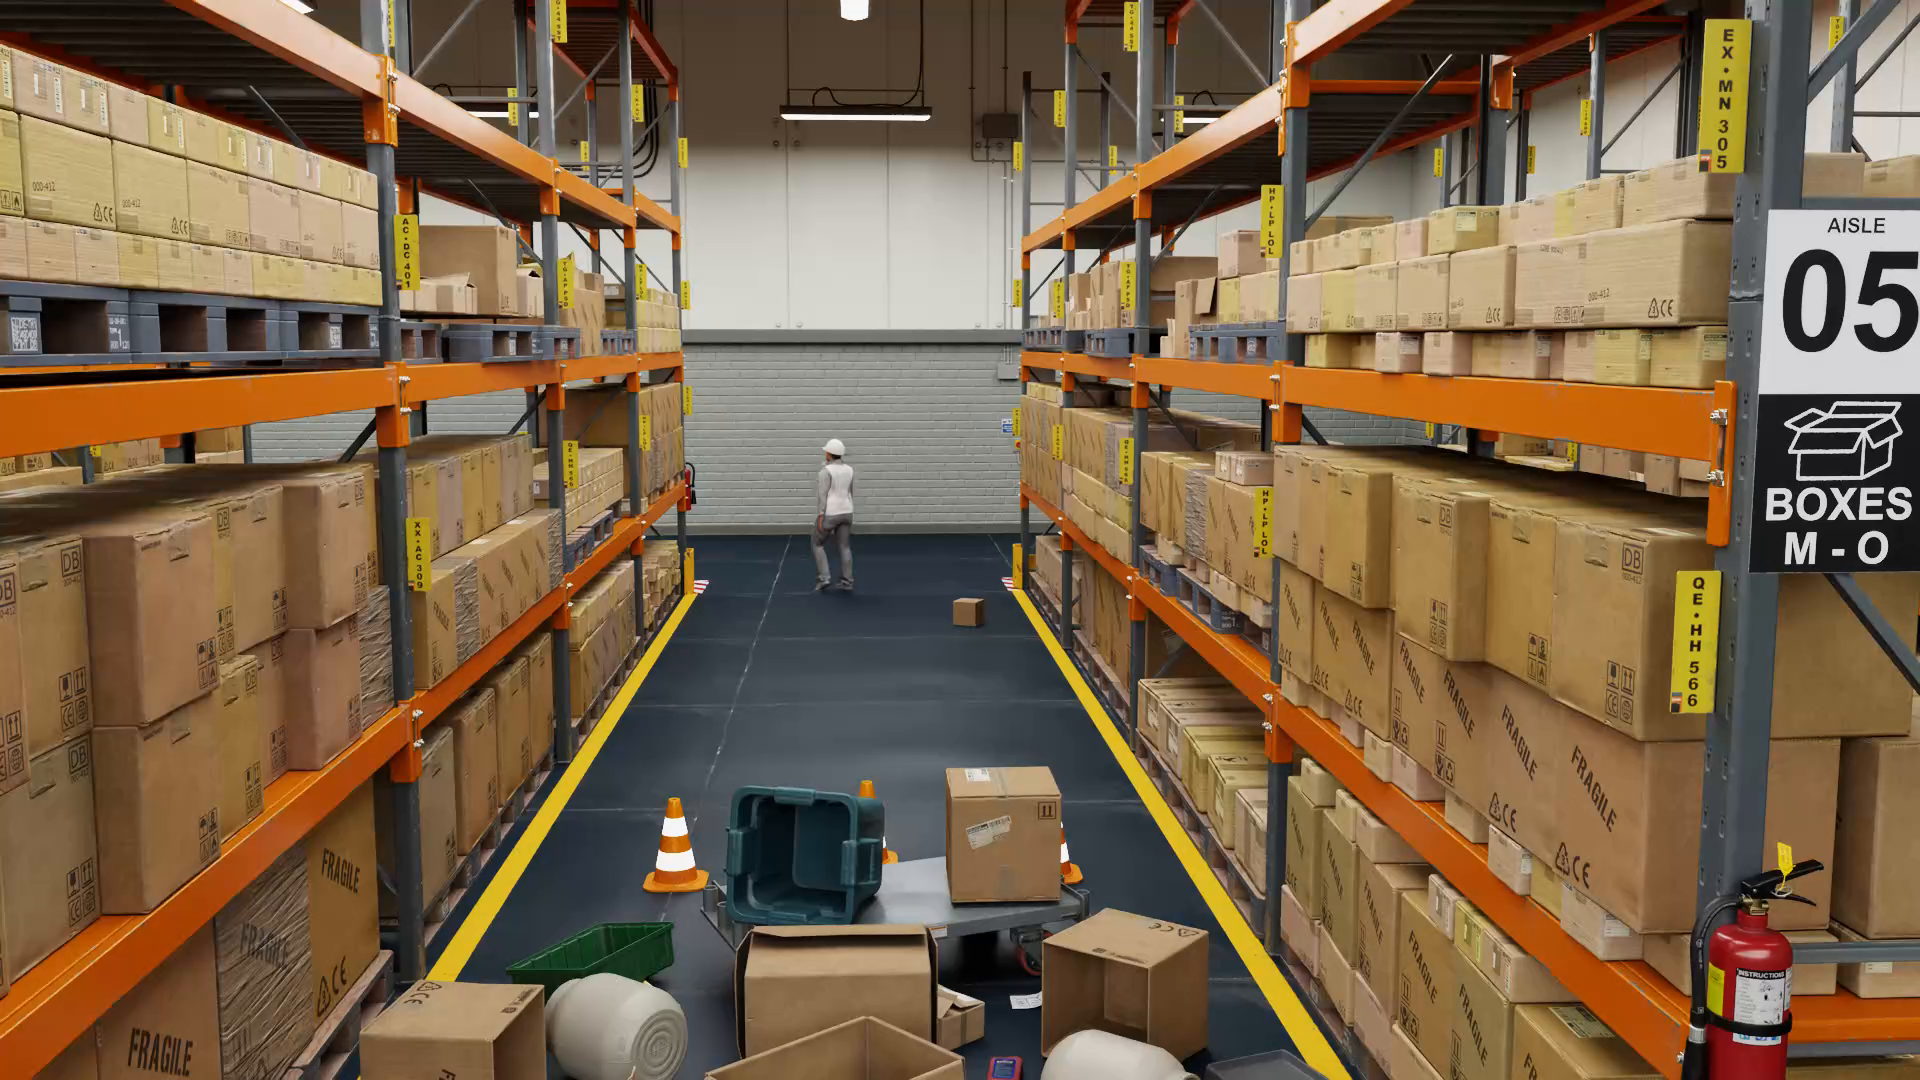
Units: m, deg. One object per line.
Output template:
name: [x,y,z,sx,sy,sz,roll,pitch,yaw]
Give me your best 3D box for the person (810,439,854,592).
person: [-1.466,-0.253,19.421,0.567,1.846,0.541,-6,9,-42]
